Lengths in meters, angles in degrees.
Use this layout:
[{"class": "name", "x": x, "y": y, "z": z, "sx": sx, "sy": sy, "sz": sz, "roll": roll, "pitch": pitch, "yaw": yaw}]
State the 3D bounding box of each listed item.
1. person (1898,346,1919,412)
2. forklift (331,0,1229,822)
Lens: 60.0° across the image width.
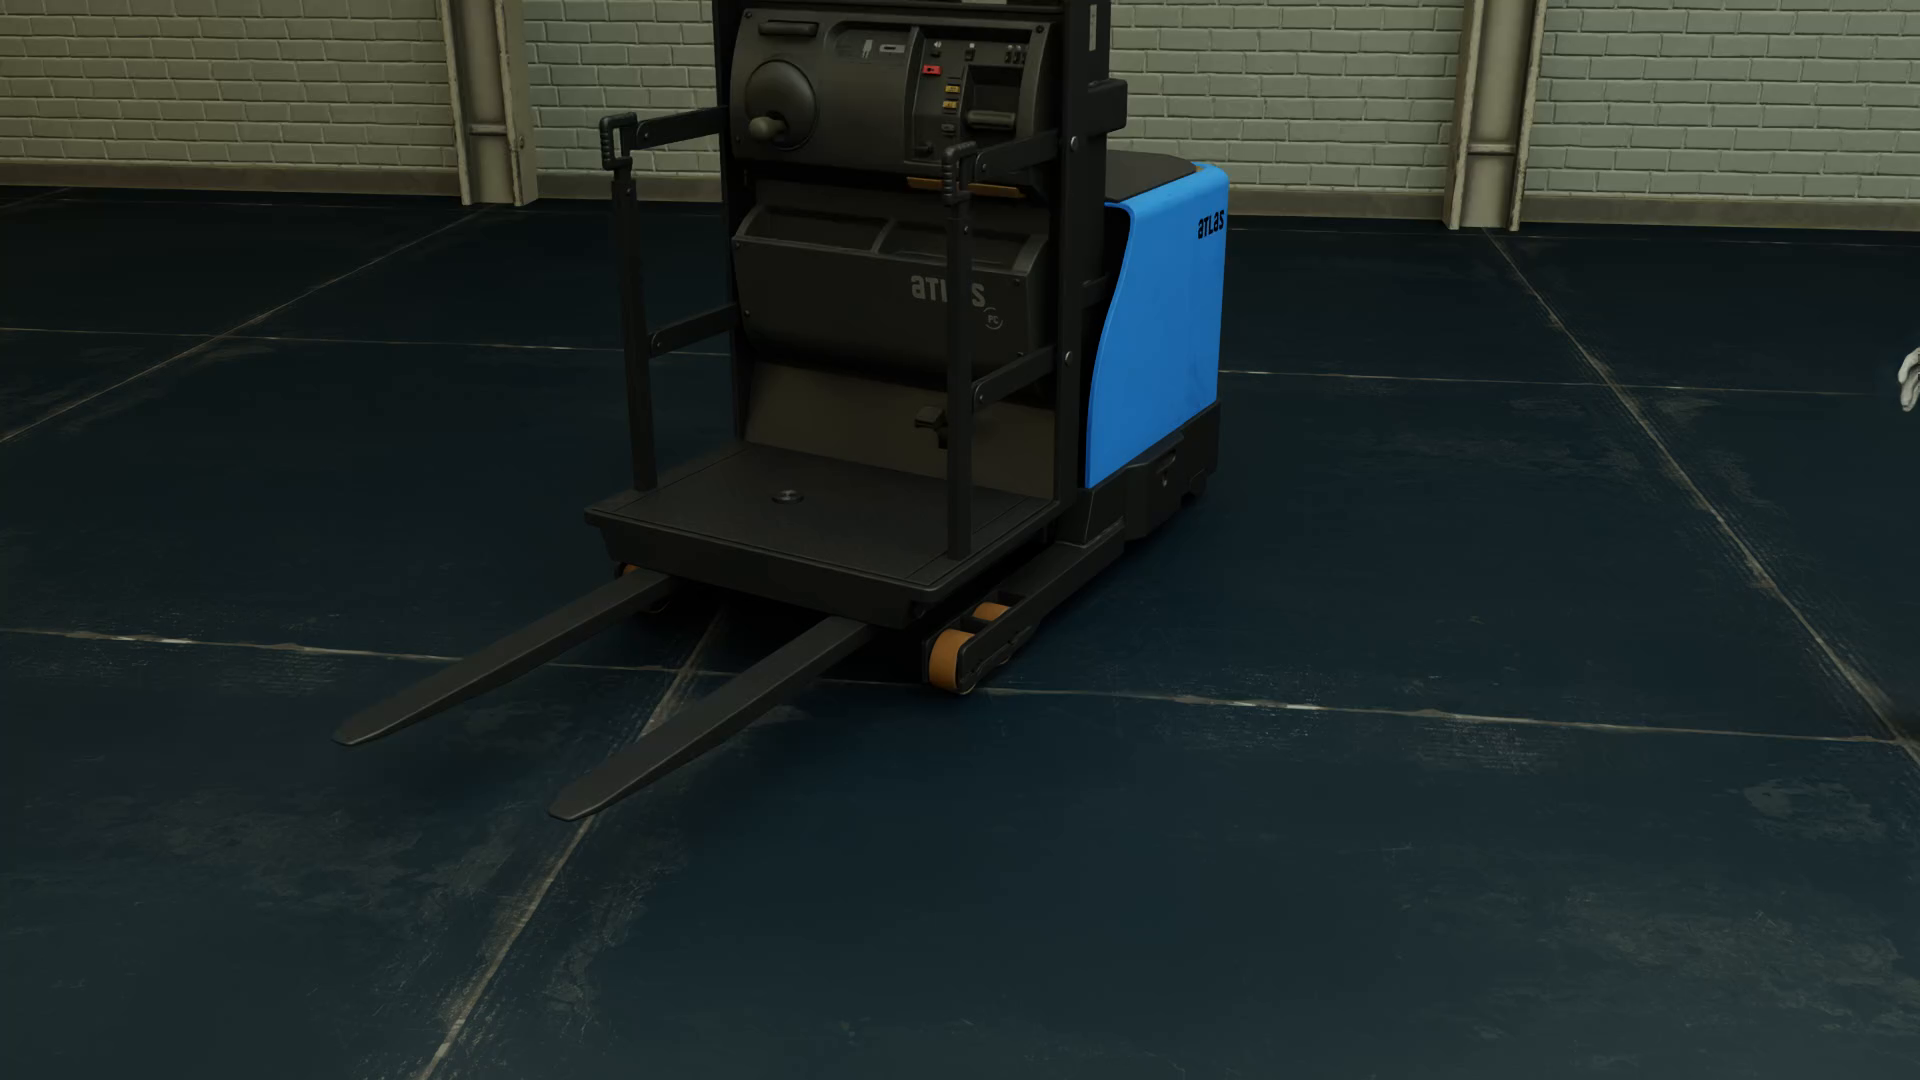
[{"class": "person", "x": 2.665, "y": -0.345, "z": 3.769, "sx": 0.782, "sy": 1.706, "sz": 0.628, "roll": -1, "pitch": 22, "yaw": -1}, {"class": "forklift", "x": -0.302, "y": -1.161, "z": 4.138, "sx": 1.130, "sy": 2.935, "sz": 3.031, "roll": 12, "pitch": 25, "yaw": 27}]
